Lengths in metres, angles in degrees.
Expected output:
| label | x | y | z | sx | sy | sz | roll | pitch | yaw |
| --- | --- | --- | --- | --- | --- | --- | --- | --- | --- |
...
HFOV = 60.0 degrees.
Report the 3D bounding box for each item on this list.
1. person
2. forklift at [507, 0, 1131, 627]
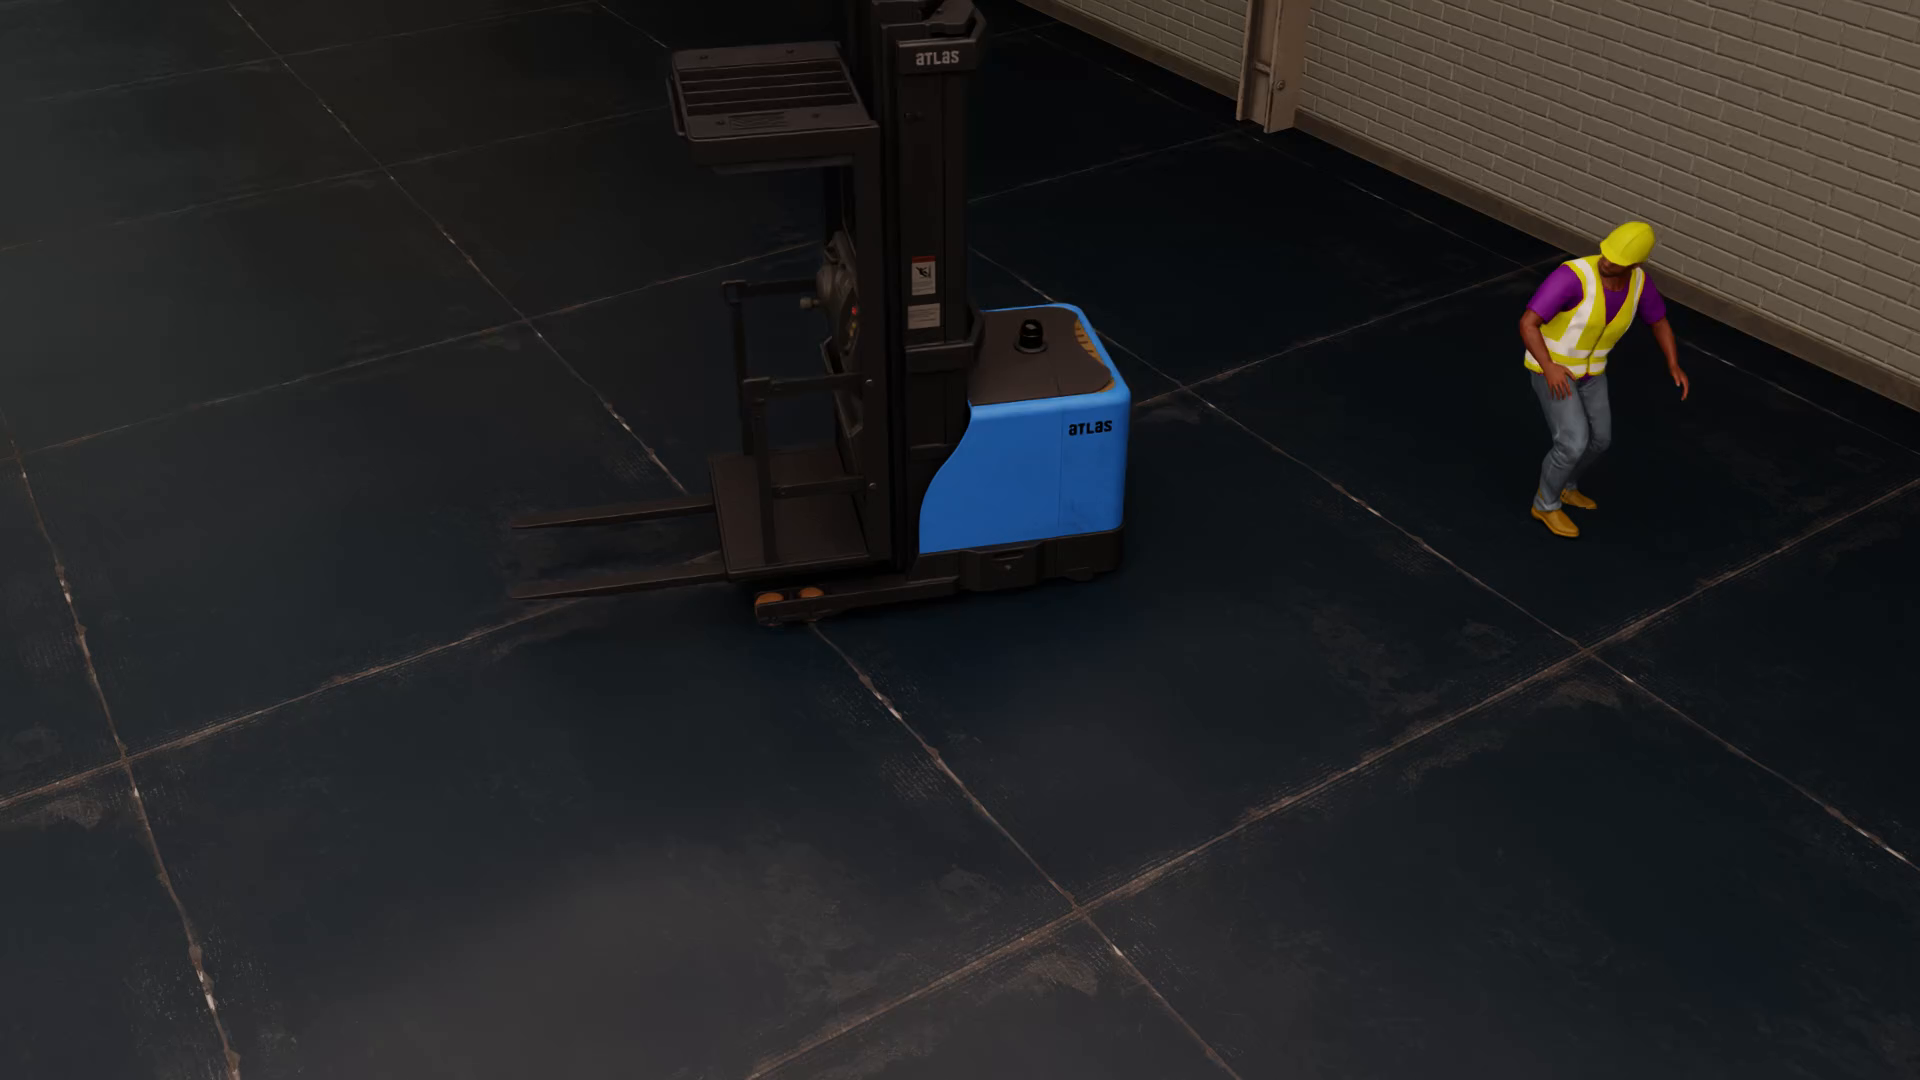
| label | x | y | z | sx | sy | sz | roll | pitch | yaw |
| --- | --- | --- | --- | --- | --- | --- | --- | --- | --- |
| person | 3.212 | -0.804 | 8.401 | 0.821 | 1.716 | 0.645 | -15 | 38 | -20 |
| forklift | -0.744 | -1.110 | 7.727 | 3.031 | 2.935 | 1.130 | -7 | 36 | -10 |
